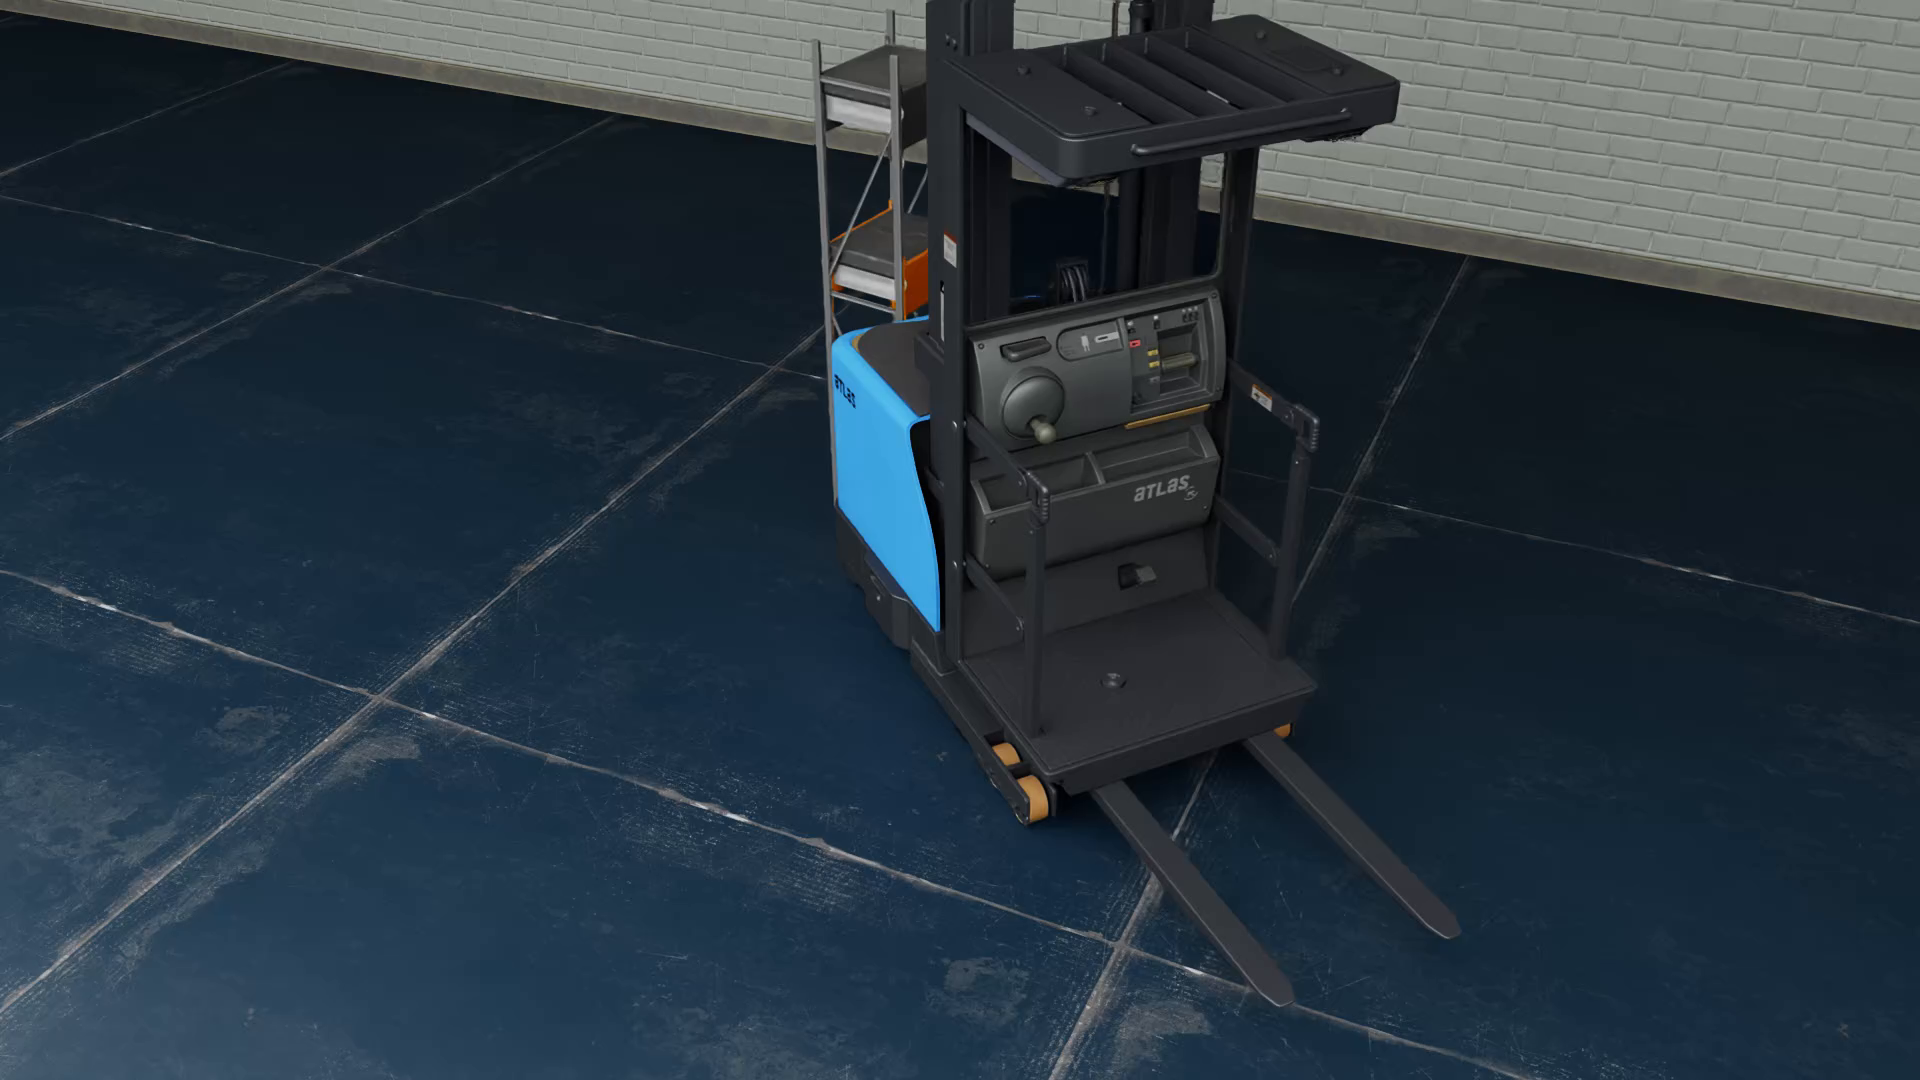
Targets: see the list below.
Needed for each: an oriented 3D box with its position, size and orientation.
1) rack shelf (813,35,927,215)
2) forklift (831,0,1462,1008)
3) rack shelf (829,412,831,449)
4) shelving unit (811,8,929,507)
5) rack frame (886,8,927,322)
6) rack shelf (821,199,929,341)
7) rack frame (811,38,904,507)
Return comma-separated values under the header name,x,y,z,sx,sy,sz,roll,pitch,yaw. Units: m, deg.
name,x,y,z,sx,sy,sz,roll,pitch,yaw
rack shelf,-0.261,-1.655,6.607,0.431,0.518,0.480,20,38,27
forklift,0.568,-0.521,5.371,1.130,2.935,3.031,-15,36,-21
rack shelf,-0.261,-0.484,7.375,0.431,0.518,0.480,20,38,27
shelving unit,-0.261,-1.081,6.983,0.431,2.100,0.503,20,38,27
rack frame,-0.126,-1.192,7.154,0.400,2.100,0.015,20,38,27
rack shelf,-0.261,-1.069,6.991,0.431,0.518,0.480,20,38,27
rack frame,-0.395,-0.969,6.813,0.400,2.100,0.015,20,38,27
